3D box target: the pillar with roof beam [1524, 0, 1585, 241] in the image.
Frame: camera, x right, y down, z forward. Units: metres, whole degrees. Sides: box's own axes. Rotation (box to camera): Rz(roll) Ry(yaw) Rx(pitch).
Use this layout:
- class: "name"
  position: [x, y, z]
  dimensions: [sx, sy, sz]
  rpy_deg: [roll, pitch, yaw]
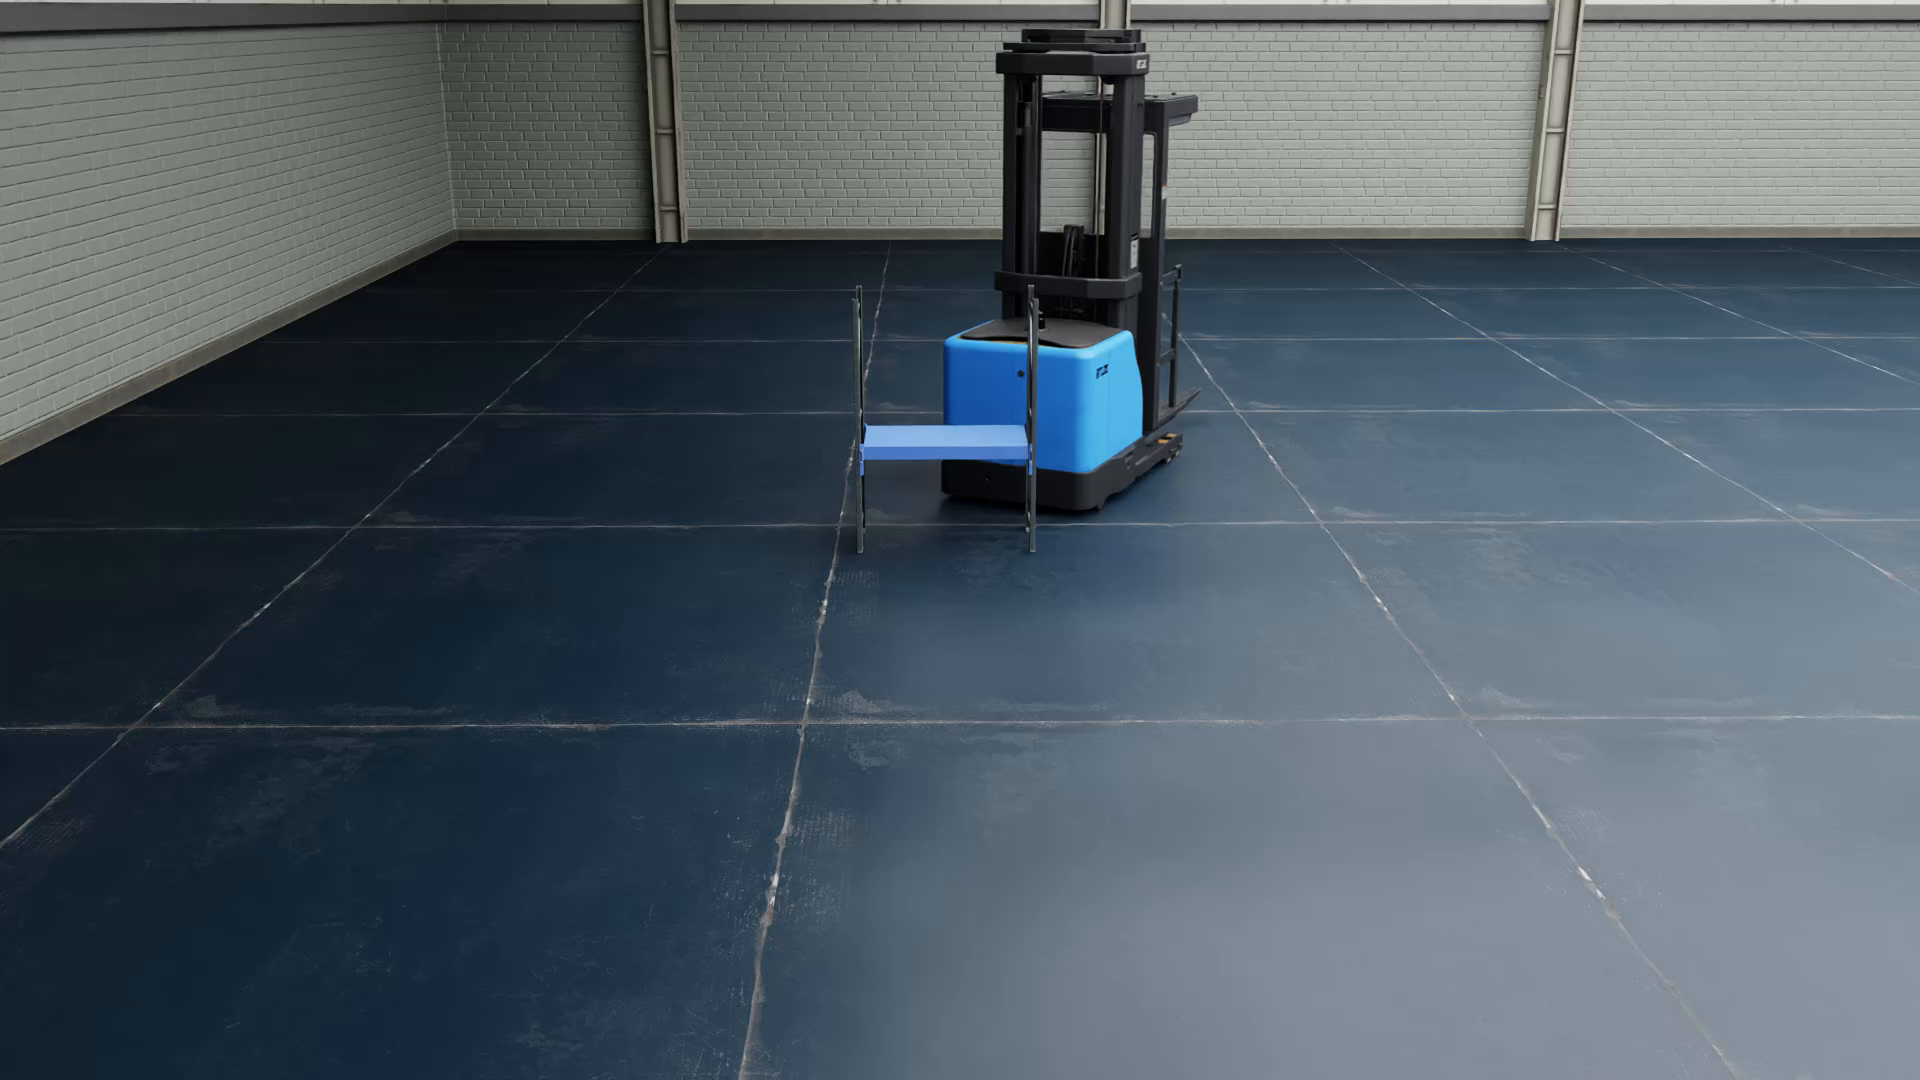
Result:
- class: "pillar with roof beam"
  position: [8.112, -7.132, 17.548]
  dimensions: [0.400, 9.000, 9.100]
  rpy_deg: [0, 18, -1]

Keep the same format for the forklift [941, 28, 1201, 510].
- class: "forklift"
  position: [0.950, -1.990, 11.451]
  dimensions: [1.130, 2.935, 3.031]
  rpy_deg: [8, 19, 23]

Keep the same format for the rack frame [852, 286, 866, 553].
- class: "rack frame"
  position: [-0.594, -0.711, 9.810]
  dimensions: [0.032, 1.500, 0.500]
  rpy_deg: [0, 18, -1]

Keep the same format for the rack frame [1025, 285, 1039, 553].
- class: "rack frame"
  position: [0.423, -0.716, 9.825]
  dimensions: [0.032, 1.500, 0.500]
  rpy_deg: [0, 18, -1]

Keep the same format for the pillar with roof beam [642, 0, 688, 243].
- class: "pillar with roof beam"
  position: [-3.887, -7.074, 17.368]
  dimensions: [0.400, 9.000, 9.100]
  rpy_deg: [0, 18, -1]

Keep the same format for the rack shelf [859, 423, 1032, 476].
- class: "rack shelf"
  position: [-0.085, -0.542, 9.872]
  dimensions: [1.000, 0.185, 0.538]
  rpy_deg: [0, 18, -1]

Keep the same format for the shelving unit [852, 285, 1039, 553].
- class: "shelving unit"
  position: [-0.085, -0.714, 9.817]
  dimensions: [1.048, 1.500, 0.538]
  rpy_deg: [0, 18, -1]

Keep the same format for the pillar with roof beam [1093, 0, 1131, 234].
- class: "pillar with roof beam"
  position: [2.113, -7.103, 17.458]
  dimensions: [0.400, 9.000, 9.100]
  rpy_deg: [0, 18, -1]
